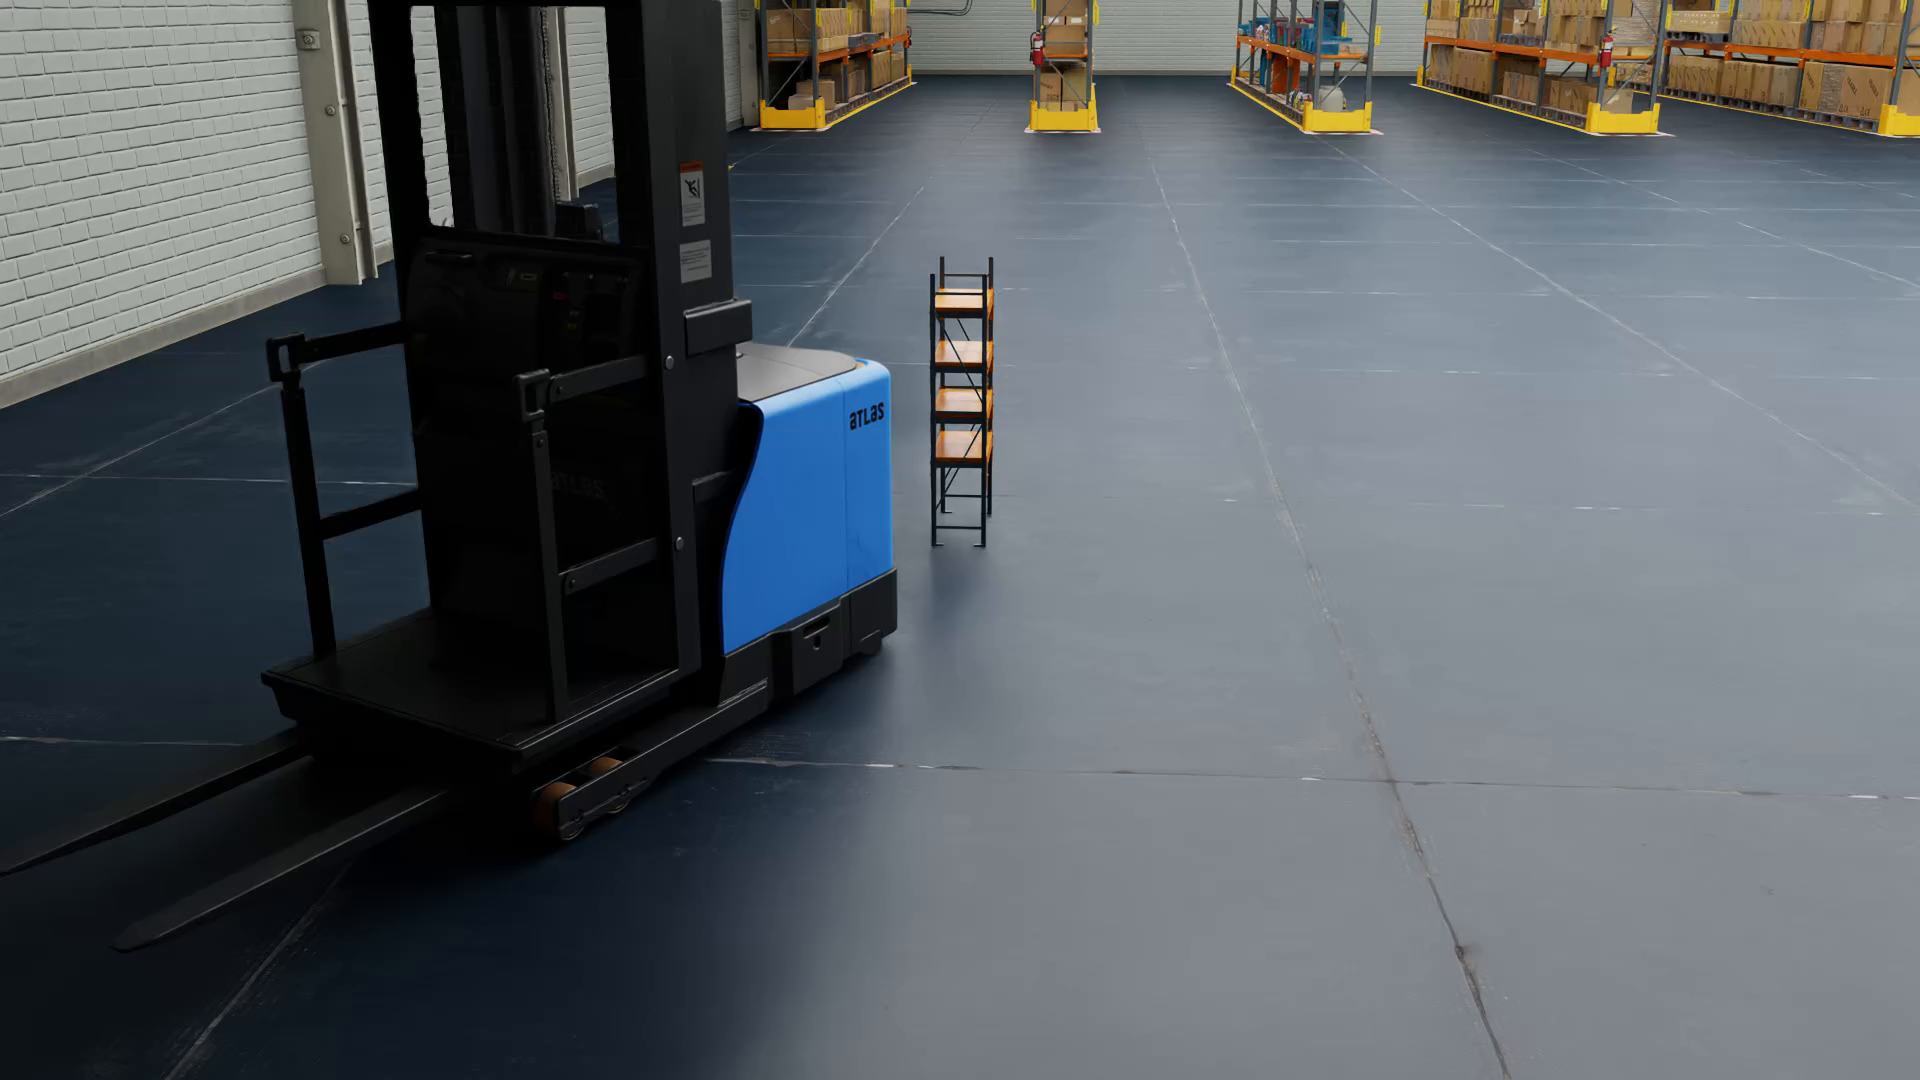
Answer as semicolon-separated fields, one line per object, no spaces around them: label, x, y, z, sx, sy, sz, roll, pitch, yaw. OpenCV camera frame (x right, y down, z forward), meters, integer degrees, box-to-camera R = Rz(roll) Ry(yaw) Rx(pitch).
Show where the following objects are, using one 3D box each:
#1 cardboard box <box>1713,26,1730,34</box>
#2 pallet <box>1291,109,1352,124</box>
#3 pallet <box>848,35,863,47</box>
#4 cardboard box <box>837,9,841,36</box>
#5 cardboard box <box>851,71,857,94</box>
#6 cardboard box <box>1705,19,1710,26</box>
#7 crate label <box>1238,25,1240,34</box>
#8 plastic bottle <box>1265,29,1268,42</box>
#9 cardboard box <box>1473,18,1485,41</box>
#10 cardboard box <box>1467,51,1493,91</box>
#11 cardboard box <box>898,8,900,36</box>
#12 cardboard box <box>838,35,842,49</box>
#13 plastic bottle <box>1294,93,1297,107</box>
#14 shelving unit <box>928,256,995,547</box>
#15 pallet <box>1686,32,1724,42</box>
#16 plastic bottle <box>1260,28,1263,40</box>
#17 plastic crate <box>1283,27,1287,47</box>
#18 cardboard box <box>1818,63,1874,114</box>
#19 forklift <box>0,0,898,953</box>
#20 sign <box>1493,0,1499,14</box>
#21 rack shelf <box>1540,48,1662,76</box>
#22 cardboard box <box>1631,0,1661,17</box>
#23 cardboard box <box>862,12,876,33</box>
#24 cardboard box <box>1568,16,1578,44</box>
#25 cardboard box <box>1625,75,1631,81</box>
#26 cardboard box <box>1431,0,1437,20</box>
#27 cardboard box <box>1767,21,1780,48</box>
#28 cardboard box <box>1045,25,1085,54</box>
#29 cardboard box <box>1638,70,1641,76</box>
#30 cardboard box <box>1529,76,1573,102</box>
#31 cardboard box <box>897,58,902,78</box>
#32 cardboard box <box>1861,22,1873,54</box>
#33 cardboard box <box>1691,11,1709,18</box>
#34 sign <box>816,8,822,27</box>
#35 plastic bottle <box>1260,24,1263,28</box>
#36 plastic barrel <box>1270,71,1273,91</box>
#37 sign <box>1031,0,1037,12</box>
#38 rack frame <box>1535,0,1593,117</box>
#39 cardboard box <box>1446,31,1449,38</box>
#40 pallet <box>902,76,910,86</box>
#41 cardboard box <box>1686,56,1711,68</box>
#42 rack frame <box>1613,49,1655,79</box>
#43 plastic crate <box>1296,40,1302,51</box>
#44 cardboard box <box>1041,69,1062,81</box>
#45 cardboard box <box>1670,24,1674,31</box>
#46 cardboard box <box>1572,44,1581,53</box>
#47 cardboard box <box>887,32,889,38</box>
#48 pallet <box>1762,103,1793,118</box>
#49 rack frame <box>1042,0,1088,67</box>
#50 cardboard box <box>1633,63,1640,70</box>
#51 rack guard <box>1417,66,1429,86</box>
cardboard box;16.831;-11.242;36.645;0.380;0.149;0.250;2;18;5
pallet;6.912;-8.096;31.793;1.003;0.211;1.213;1;18;4
pallet;-2.595;-10.373;34.571;1.003;0.211;1.213;1;18;4
cardboard box;-2.597;-10.060;32.311;0.500;0.500;0.500;1;18;2
cardboard box;-2.660;-10.112;36.772;0.700;0.500;0.500;1;18;4
cardboard box;16.869;-11.549;37.101;0.380;0.149;0.250;2;18;5
crate label;7.601;-13.616;44.331;0.416;0.233;0.303;1;18;4
plastic bottle;7.048;-11.553;38.072;0.097;0.271;0.097;0;18;0
cardboard box;12.215;-11.821;38.521;0.500;0.500;0.500;2;18;5
cardboard box;12.456;-10.821;38.368;1.225;0.875;0.875;1;18;4
cardboard box;-2.066;-13.478;43.258;0.980;0.700;0.700;0;18;1
cardboard box;-2.591;-9.703;32.428;0.500;0.250;0.500;1;18;4
plastic bottle;6.548;-8.577;32.437;0.061;0.283;0.133;2;18;6
shelving unit;0.012;-0.622;7.393;0.258;1.200;0.503;1;18;4
pallet;17.355;-11.523;38.081;1.003;0.211;1.213;1;18;4
plastic bottle;7.164;-11.940;39.244;0.152;0.276;0.135;1;18;4
plastic crate;6.856;-10.351;34.221;0.392;0.384;0.575;1;18;4
cardboard box;16.791;-8.472;31.200;0.875;0.875;0.875;1;18;4
forklift;-1.425;-0.692;4.828;1.130;2.935;3.031;11;21;29
sign;11.760;-11.702;36.460;0.100;0.325;0.005;1;18;4
rack shelf;11.884;-8.935;31.031;1.077;0.370;4.000;1;18;4
cardboard box;12.052;-9.485;29.308;0.500;0.500;0.500;1;18;4
cardboard box;-2.218;-11.816;37.996;0.500;0.500;0.500;2;18;6
cardboard box;11.850;-9.483;30.907;0.875;0.500;0.500;1;18;4
cardboard box;17.395;-11.935;42.934;0.380;0.149;0.250;2;18;5
cardboard box;12.548;-13.753;43.138;0.500;0.500;0.500;1;18;3
cardboard box;16.810;-10.286;33.836;0.500;0.500;0.500;1;18;4
cardboard box;1.906;-9.071;30.127;0.700;0.500;0.500;1;18;4
cardboard box;17.499;-11.904;42.360;0.380;0.149;0.250;2;18;7
cardboard box;12.146;-9.258;34.166;0.700;0.500;0.500;1;18;4
cardboard box;-1.921;-12.594;44.380;0.700;0.500;0.500;1;18;4
cardboard box;16.845;-9.044;29.966;0.875;0.550;0.550;1;18;4
cardboard box;16.946;-12.006;38.021;0.380;0.149;0.250;2;18;6
sign;-2.540;-9.387;29.864;0.100;0.325;0.005;1;18;4
plastic bottle;7.309;-12.356;40.392;0.144;0.351;0.185;1;18;4
plastic barrel;7.343;-10.598;38.271;0.421;0.512;0.421;0;18;0
sign;1.320;-9.558;29.534;0.100;0.325;0.005;1;18;4
rack frame;12.027;-9.898;32.814;1.000;3.000;0.127;1;18;4
cardboard box;12.351;-12.605;41.479;0.380;0.149;0.250;2;18;5
pallet;-1.914;-12.382;44.872;1.003;0.211;1.213;1;18;4
cardboard box;17.147;-11.062;38.500;0.500;0.250;0.500;2;18;6
rack frame;17.827;-13.483;43.755;1.000;3.000;0.127;1;18;4
plastic crate;6.708;-9.493;31.917;0.450;0.188;0.662;1;18;4
cardboard box;1.696;-8.767;31.899;0.500;0.500;0.500;1;18;4
cardboard box;17.039;-12.123;39.332;0.380;0.149;0.250;2;18;5
cardboard box;11.558;-9.098;30.775;0.380;0.149;0.250;1;18;4
cardboard box;-1.958;-12.415;40.865;0.380;0.149;0.250;2;18;5
pallet;16.947;-8.673;33.551;1.003;0.211;1.213;1;18;4
rack frame;2.147;-10.121;33.493;1.000;3.000;0.127;1;18;4
cardboard box;17.376;-12.046;42.318;0.380;0.149;0.250;2;18;5
rack guard;12.889;-12.445;44.600;1.175;0.500;0.348;1;18;4
